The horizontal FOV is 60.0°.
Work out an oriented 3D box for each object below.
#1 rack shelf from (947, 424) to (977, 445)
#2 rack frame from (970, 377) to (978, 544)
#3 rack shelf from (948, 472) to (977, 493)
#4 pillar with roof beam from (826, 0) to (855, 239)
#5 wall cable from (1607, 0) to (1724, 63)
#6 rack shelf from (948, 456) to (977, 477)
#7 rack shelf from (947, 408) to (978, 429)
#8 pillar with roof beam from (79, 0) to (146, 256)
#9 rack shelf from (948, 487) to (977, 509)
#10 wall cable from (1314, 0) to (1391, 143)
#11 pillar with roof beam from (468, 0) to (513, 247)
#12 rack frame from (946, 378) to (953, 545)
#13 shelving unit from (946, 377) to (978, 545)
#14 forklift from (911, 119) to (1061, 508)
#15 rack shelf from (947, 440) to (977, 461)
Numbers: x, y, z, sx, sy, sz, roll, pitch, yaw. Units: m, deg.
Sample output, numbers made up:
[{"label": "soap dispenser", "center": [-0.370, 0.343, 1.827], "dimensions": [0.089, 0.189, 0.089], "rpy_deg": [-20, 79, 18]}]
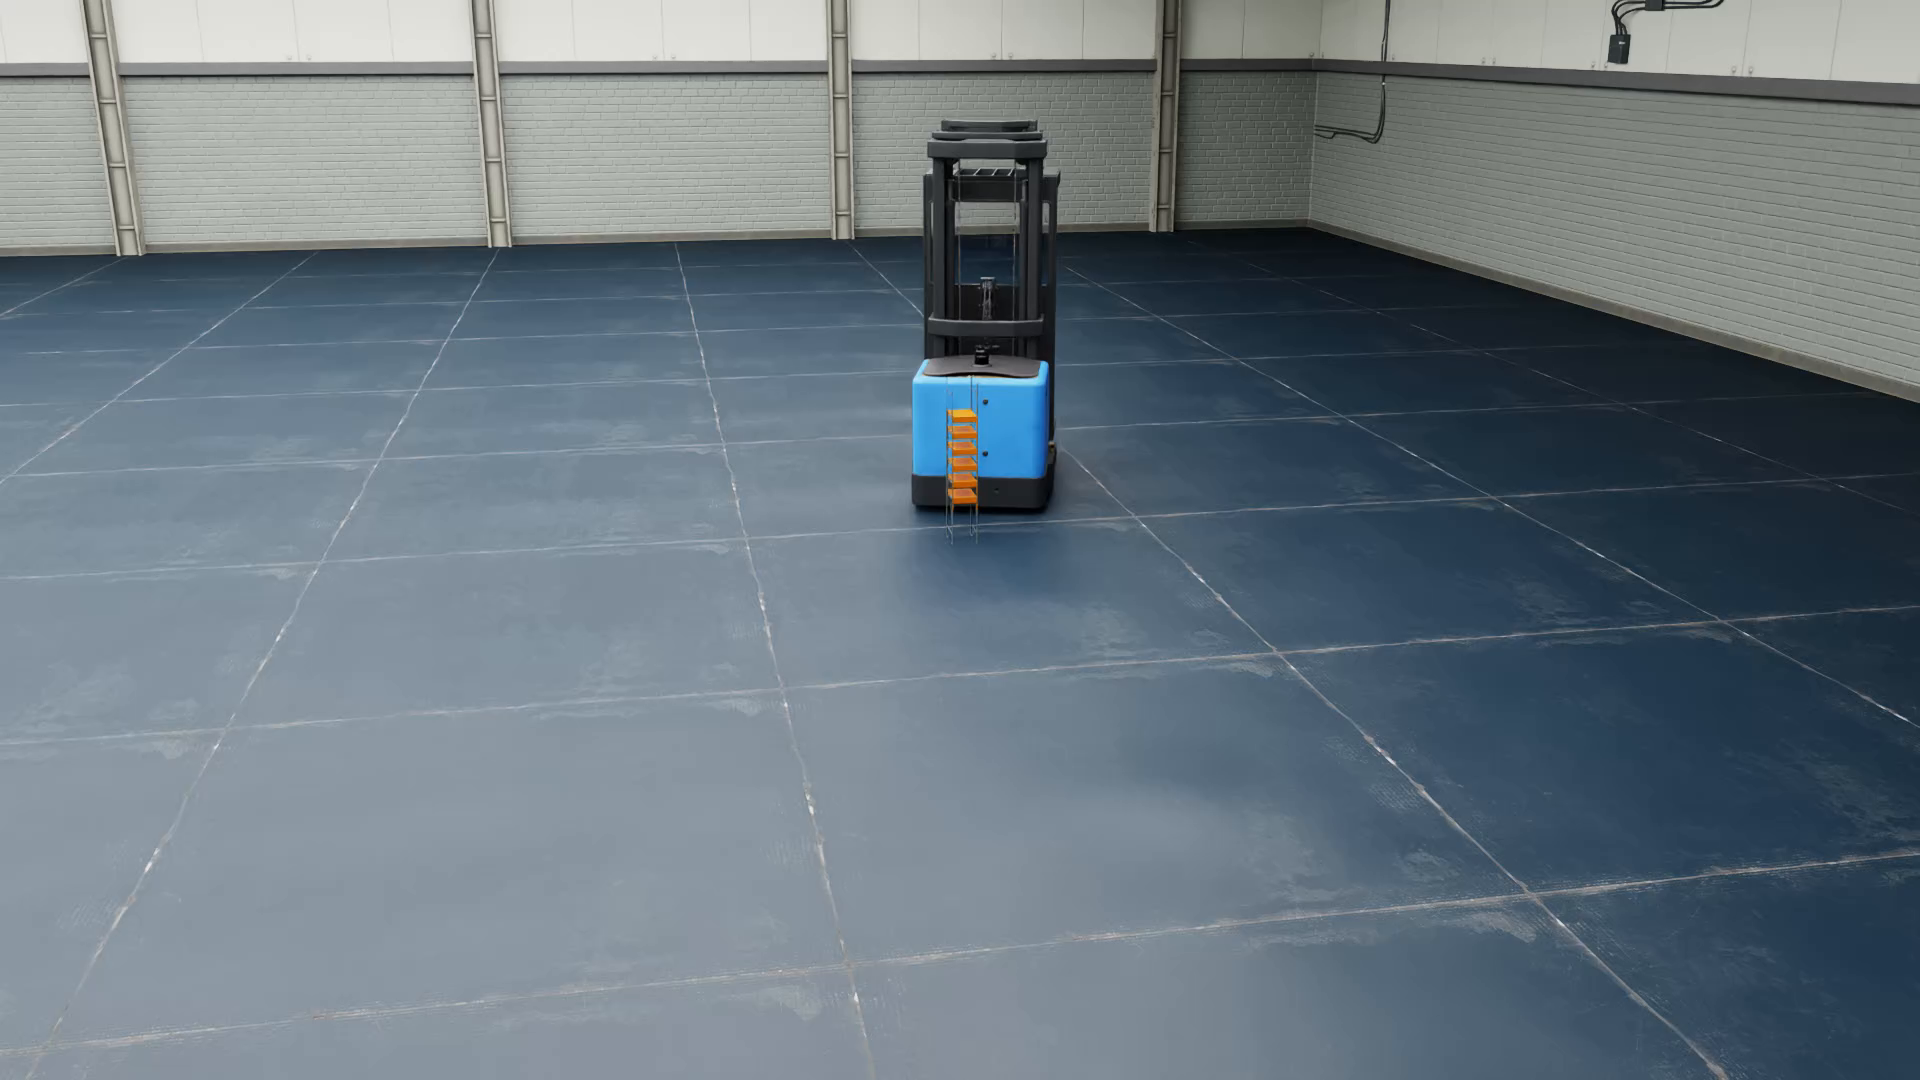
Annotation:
[{"label": "rack shelf", "center": [0.014, -0.761, 12.081], "dimensions": [0.180, 0.103, 0.258], "rpy_deg": [-3, 17, -10]}, {"label": "rack frame", "center": [0.104, -0.579, 12.155], "dimensions": [0.006, 1.200, 0.240], "rpy_deg": [-3, 17, -10]}, {"label": "rack shelf", "center": [0.014, -0.417, 12.187], "dimensions": [0.180, 0.103, 0.258], "rpy_deg": [-3, 17, -10]}, {"label": "pillar with roof beam", "center": [-1.304, -8.522, 24.732], "dimensions": [0.400, 9.000, 9.100], "rpy_deg": [-3, 17, -10]}, {"label": "wall cable", "center": [8.699, -8.768, 19.741], "dimensions": [0.169, 6.003, 2.305], "rpy_deg": [-3, 17, -10]}, {"label": "rack shelf", "center": [0.014, -0.532, 12.151], "dimensions": [0.180, 0.103, 0.258], "rpy_deg": [-3, 17, -10]}, {"label": "rack shelf", "center": [0.014, -0.876, 12.046], "dimensions": [0.180, 0.103, 0.258], "rpy_deg": [-3, 17, -10]}, {"label": "pillar with roof beam", "center": [-13.086, -7.854, 22.555], "dimensions": [0.400, 9.000, 9.100], "rpy_deg": [-3, 17, -10]}, {"label": "rack shelf", "center": [0.014, -0.302, 12.222], "dimensions": [0.180, 0.103, 0.258], "rpy_deg": [-3, 17, -10]}, {"label": "wall cable", "center": [6.913, -8.396, 29.609], "dimensions": [0.112, 2.526, 3.097], "rpy_deg": [-3, 17, -10]}, {"label": "pillar with roof beam", "center": [-7.195, -8.188, 23.644], "dimensions": [0.400, 9.000, 9.100], "rpy_deg": [-3, 17, -10]}, {"label": "rack frame", "center": [-0.076, -0.569, 12.122], "dimensions": [0.006, 1.200, 0.240], "rpy_deg": [-3, 17, -10]}, {"label": "shelving unit", "center": [0.014, -0.574, 12.138], "dimensions": [0.189, 1.200, 0.258], "rpy_deg": [-3, 17, -10]}, {"label": "forklift", "center": [0.267, -2.032, 13.934], "dimensions": [1.130, 2.935, 3.031], "rpy_deg": [1, 17, 5]}, {"label": "rack shelf", "center": [0.014, -0.647, 12.116], "dimensions": [0.180, 0.103, 0.258], "rpy_deg": [-3, 17, -10]}]
